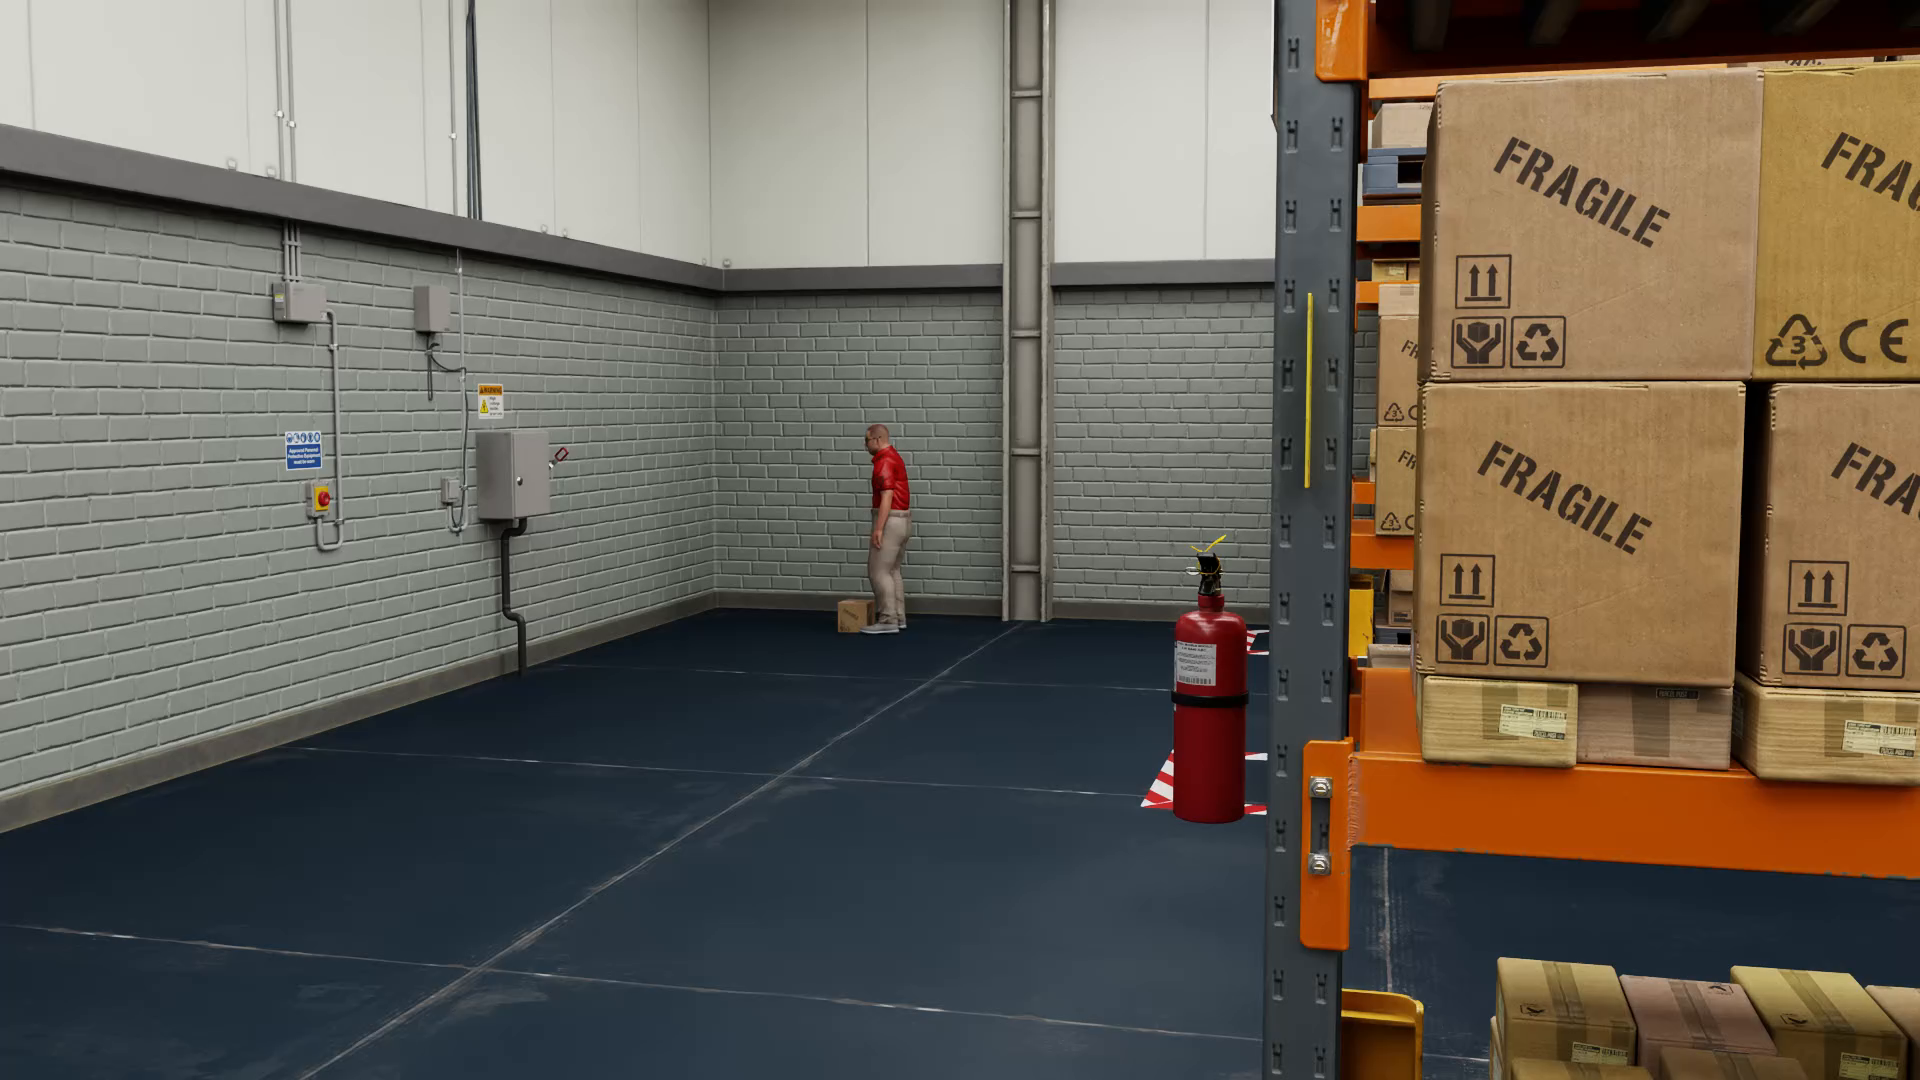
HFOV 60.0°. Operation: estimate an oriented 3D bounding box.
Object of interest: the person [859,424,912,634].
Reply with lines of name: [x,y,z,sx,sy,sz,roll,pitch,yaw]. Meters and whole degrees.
person: [-0.611,-0.096,13.755,0.393,1.725,0.592,1,5,11]
